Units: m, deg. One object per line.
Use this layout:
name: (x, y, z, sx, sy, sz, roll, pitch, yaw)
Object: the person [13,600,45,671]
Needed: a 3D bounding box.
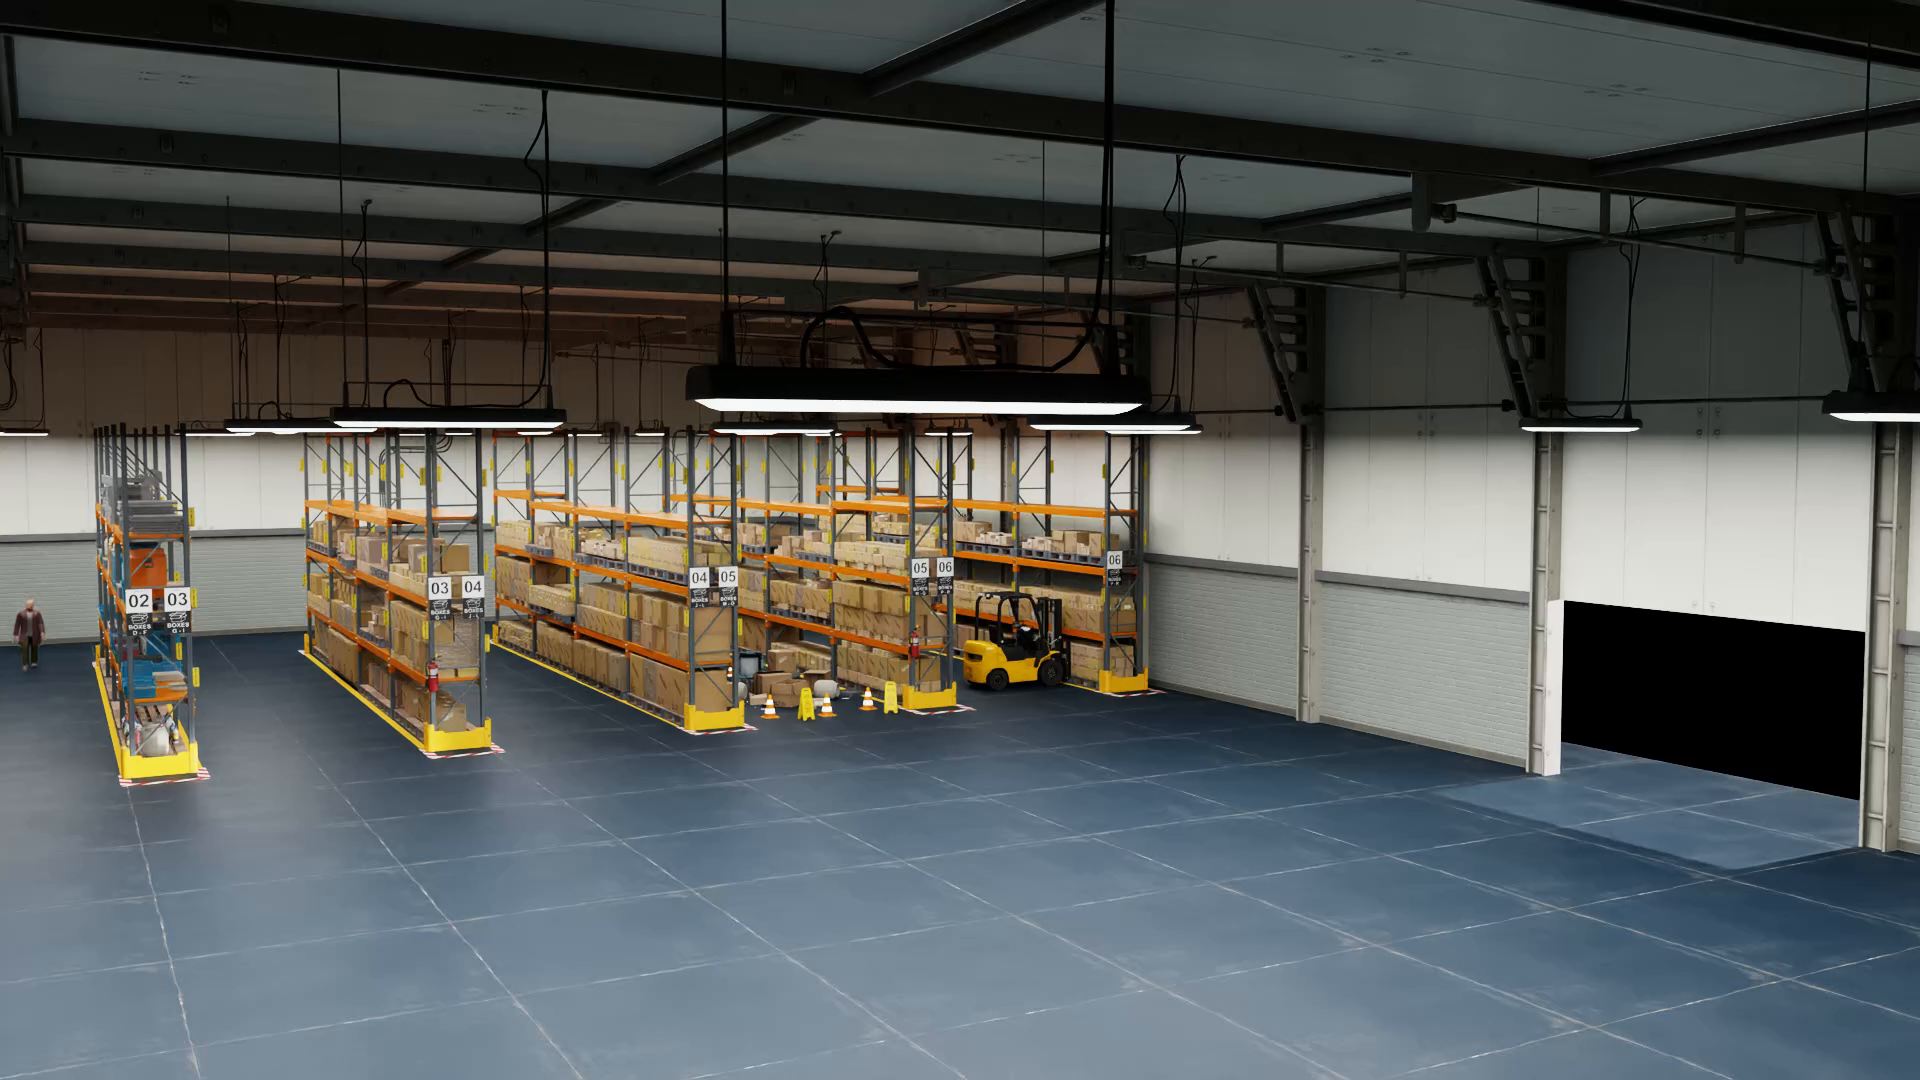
person: (-23.053, 2.343, 41.161, 0.701, 1.712, 1.129, -2, 4, -26)
